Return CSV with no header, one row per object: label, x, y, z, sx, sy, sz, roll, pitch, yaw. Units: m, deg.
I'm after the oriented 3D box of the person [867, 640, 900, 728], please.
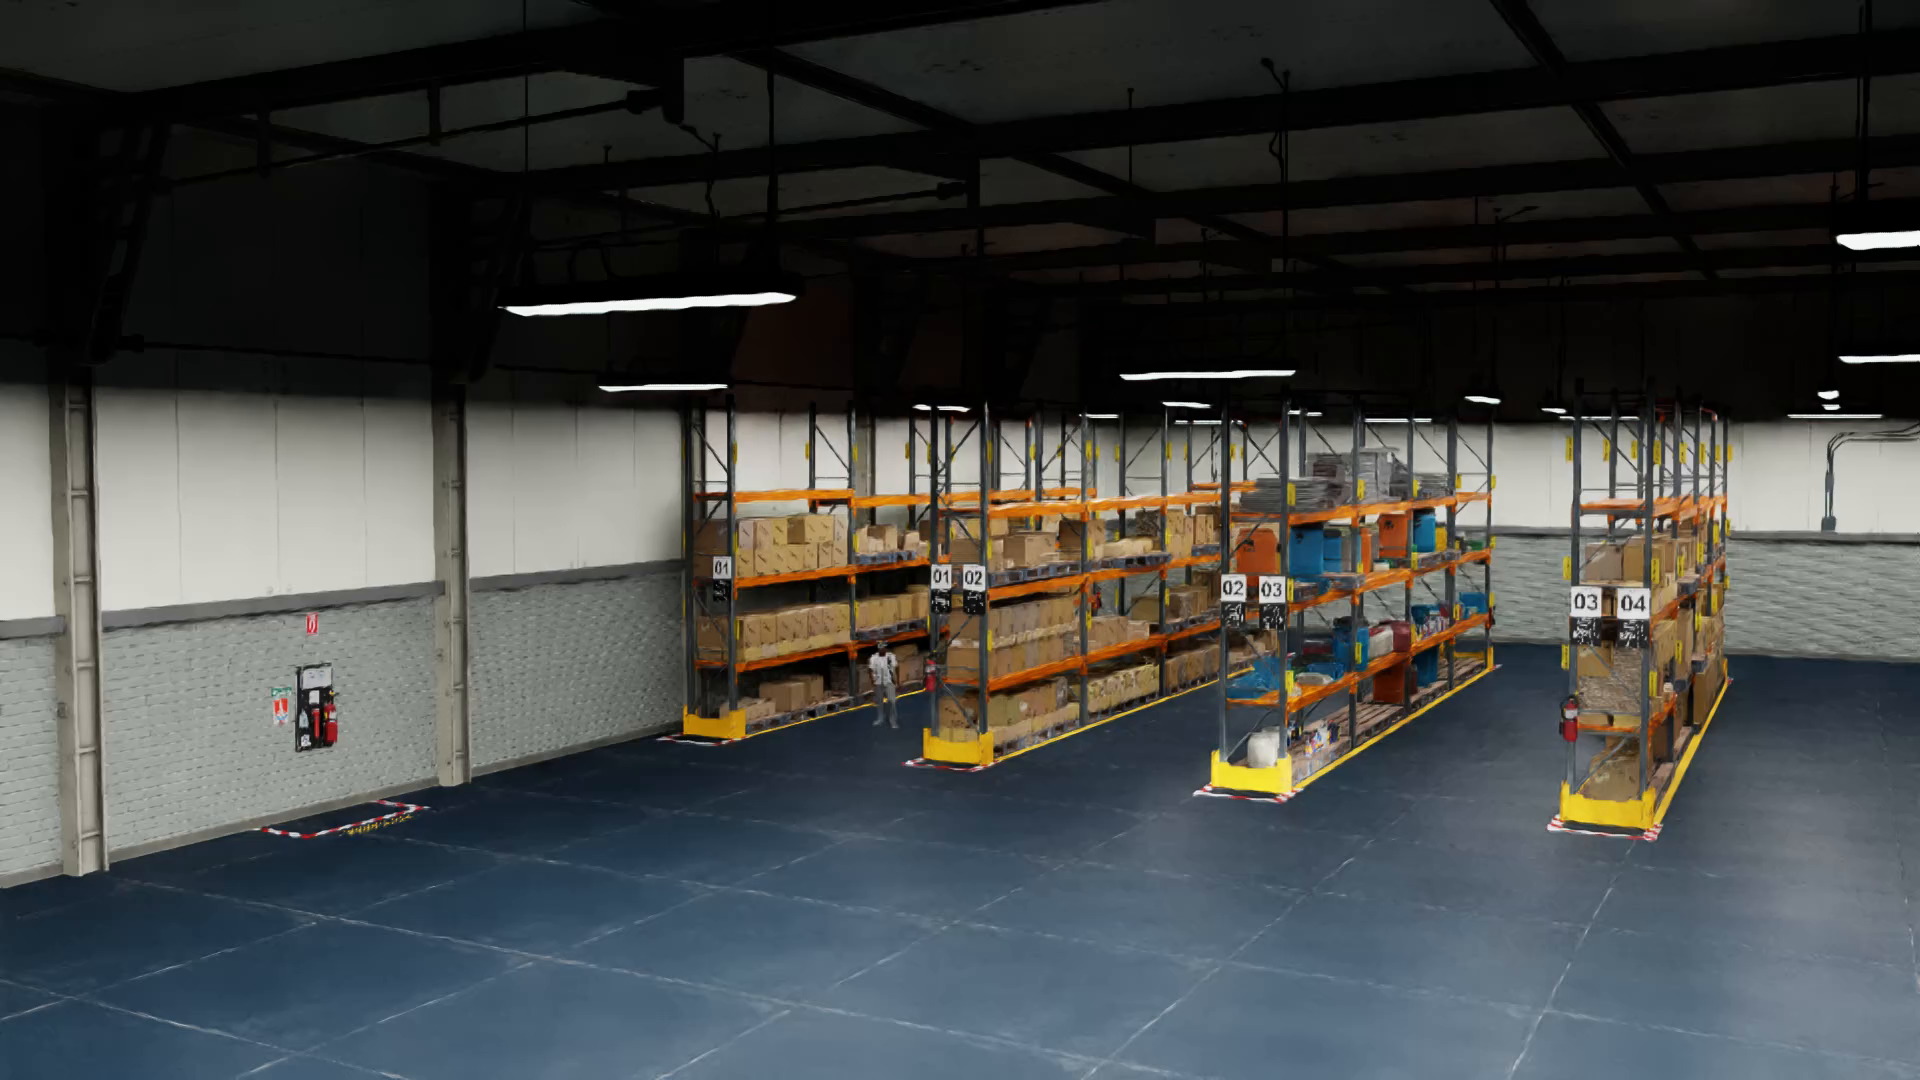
person,-1.352,2.597,30.260,0.625,1.608,0.815,1,3,10
